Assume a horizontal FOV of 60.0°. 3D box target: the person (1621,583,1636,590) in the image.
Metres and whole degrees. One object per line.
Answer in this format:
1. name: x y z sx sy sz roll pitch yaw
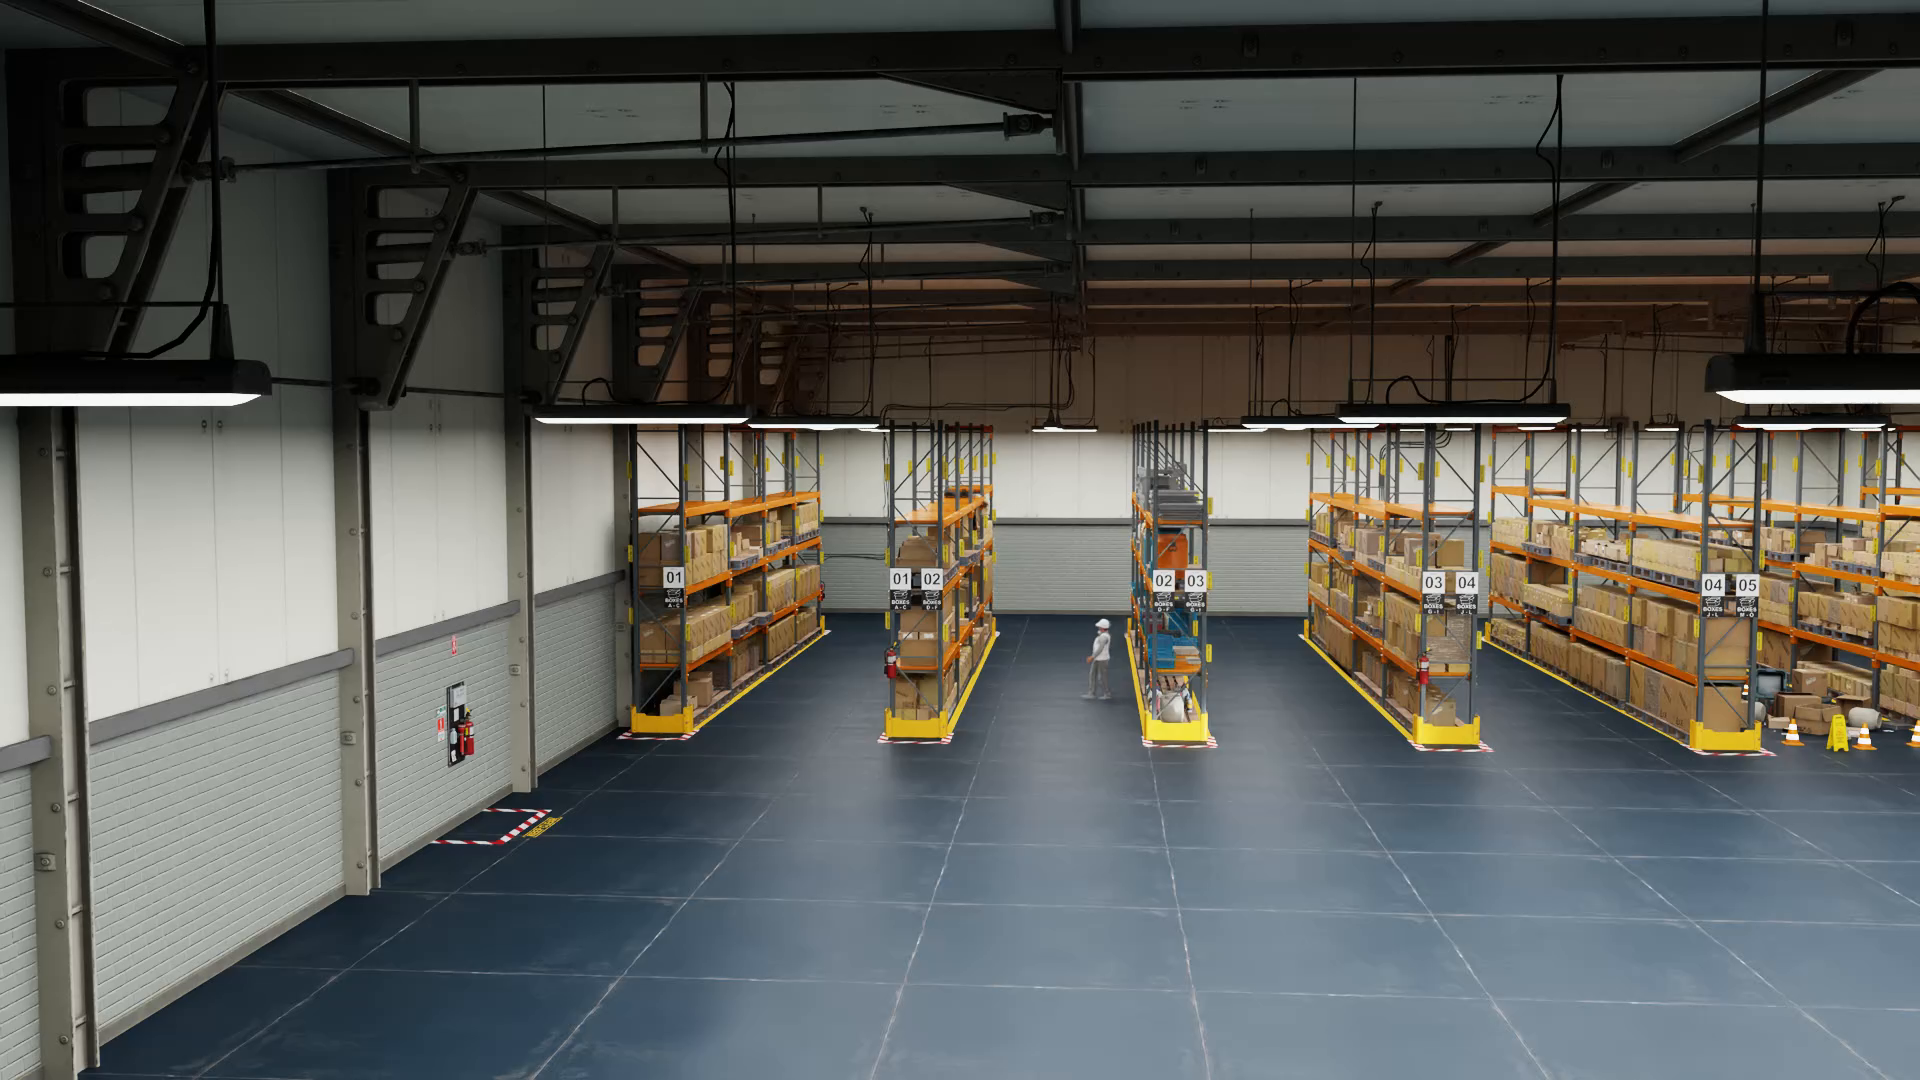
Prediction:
1. person: 19.374 1.792 48.082 0.710 1.749 0.607 -1 4 -11

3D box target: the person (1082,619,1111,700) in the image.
1. person: 2.976 2.586 35.852 0.620 1.749 0.555 -1 4 -18
